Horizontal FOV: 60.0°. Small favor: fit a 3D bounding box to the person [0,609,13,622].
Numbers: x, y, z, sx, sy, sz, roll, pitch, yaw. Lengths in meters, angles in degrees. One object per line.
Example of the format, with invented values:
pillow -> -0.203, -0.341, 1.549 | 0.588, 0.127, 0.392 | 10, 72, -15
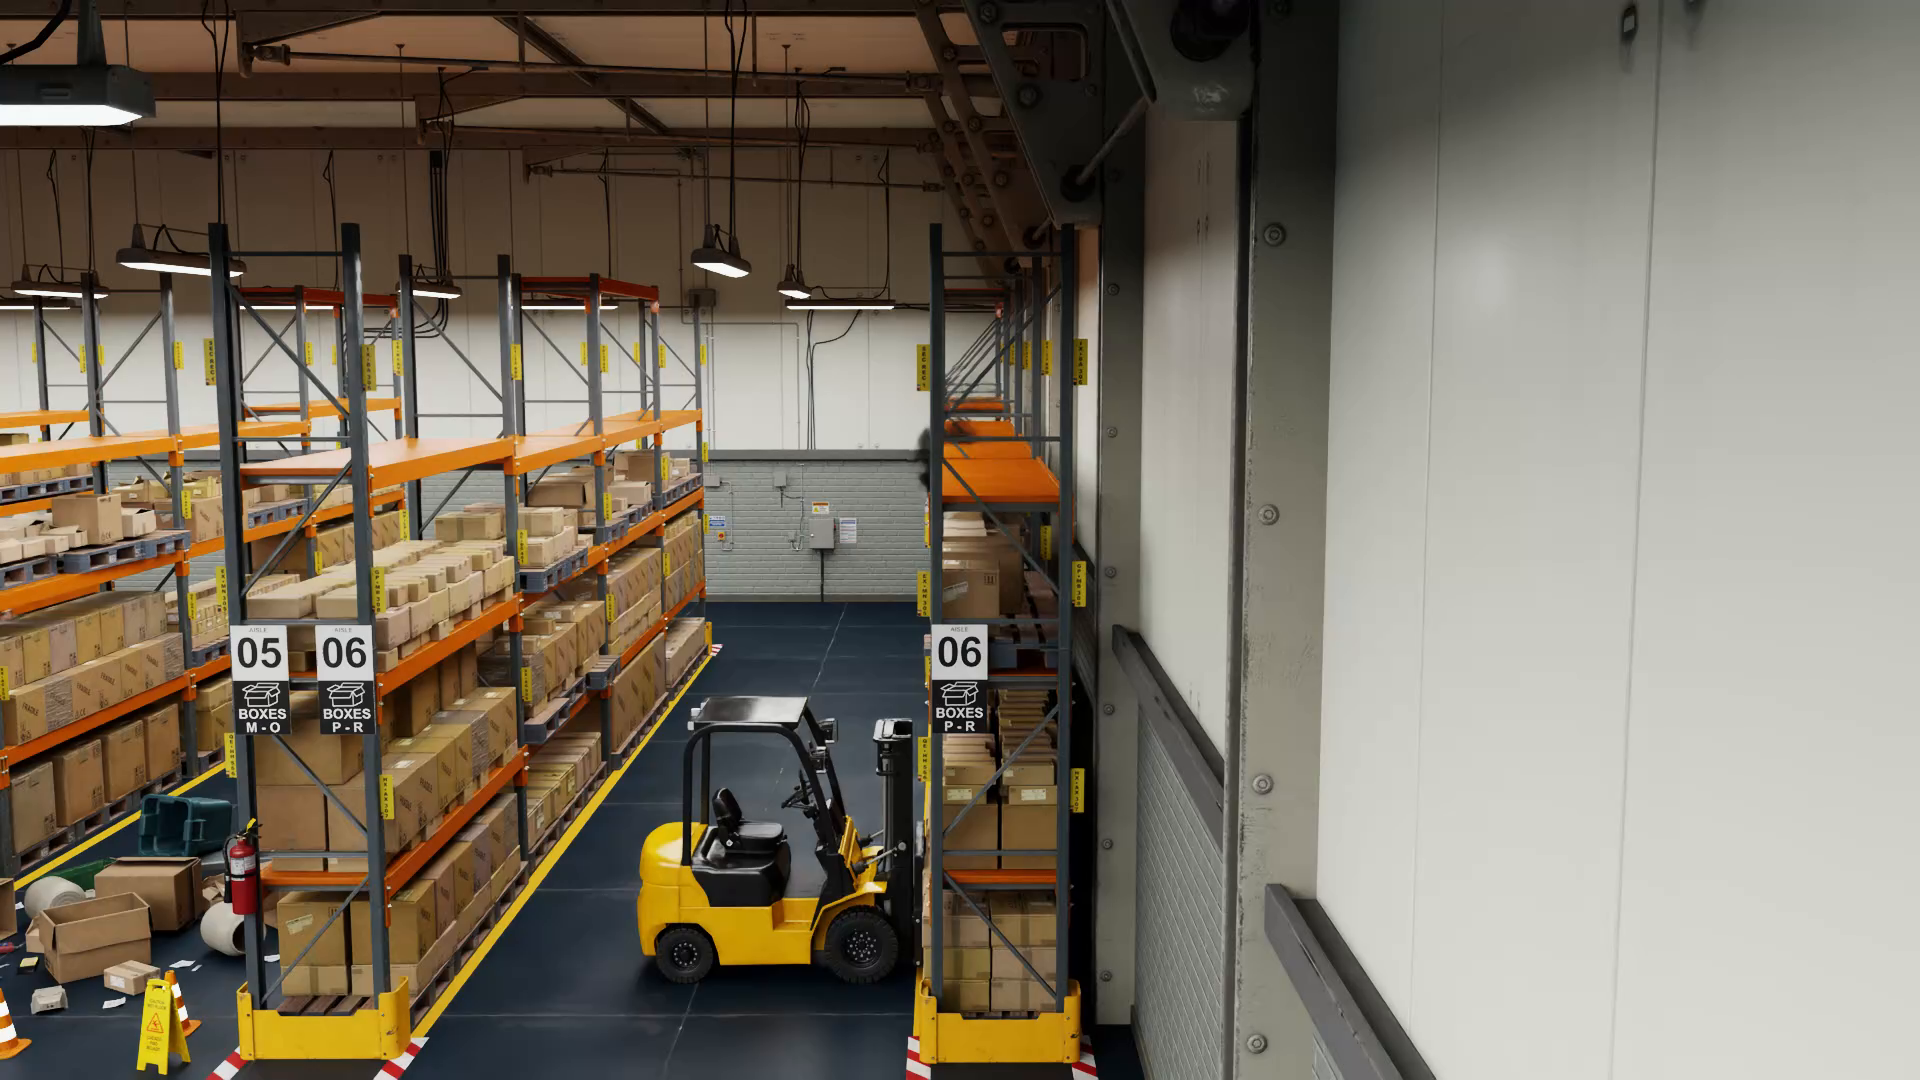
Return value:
person -> -12.743, 1.738, 22.187 | 0.636, 1.726, 0.684 | -1, 7, -11
